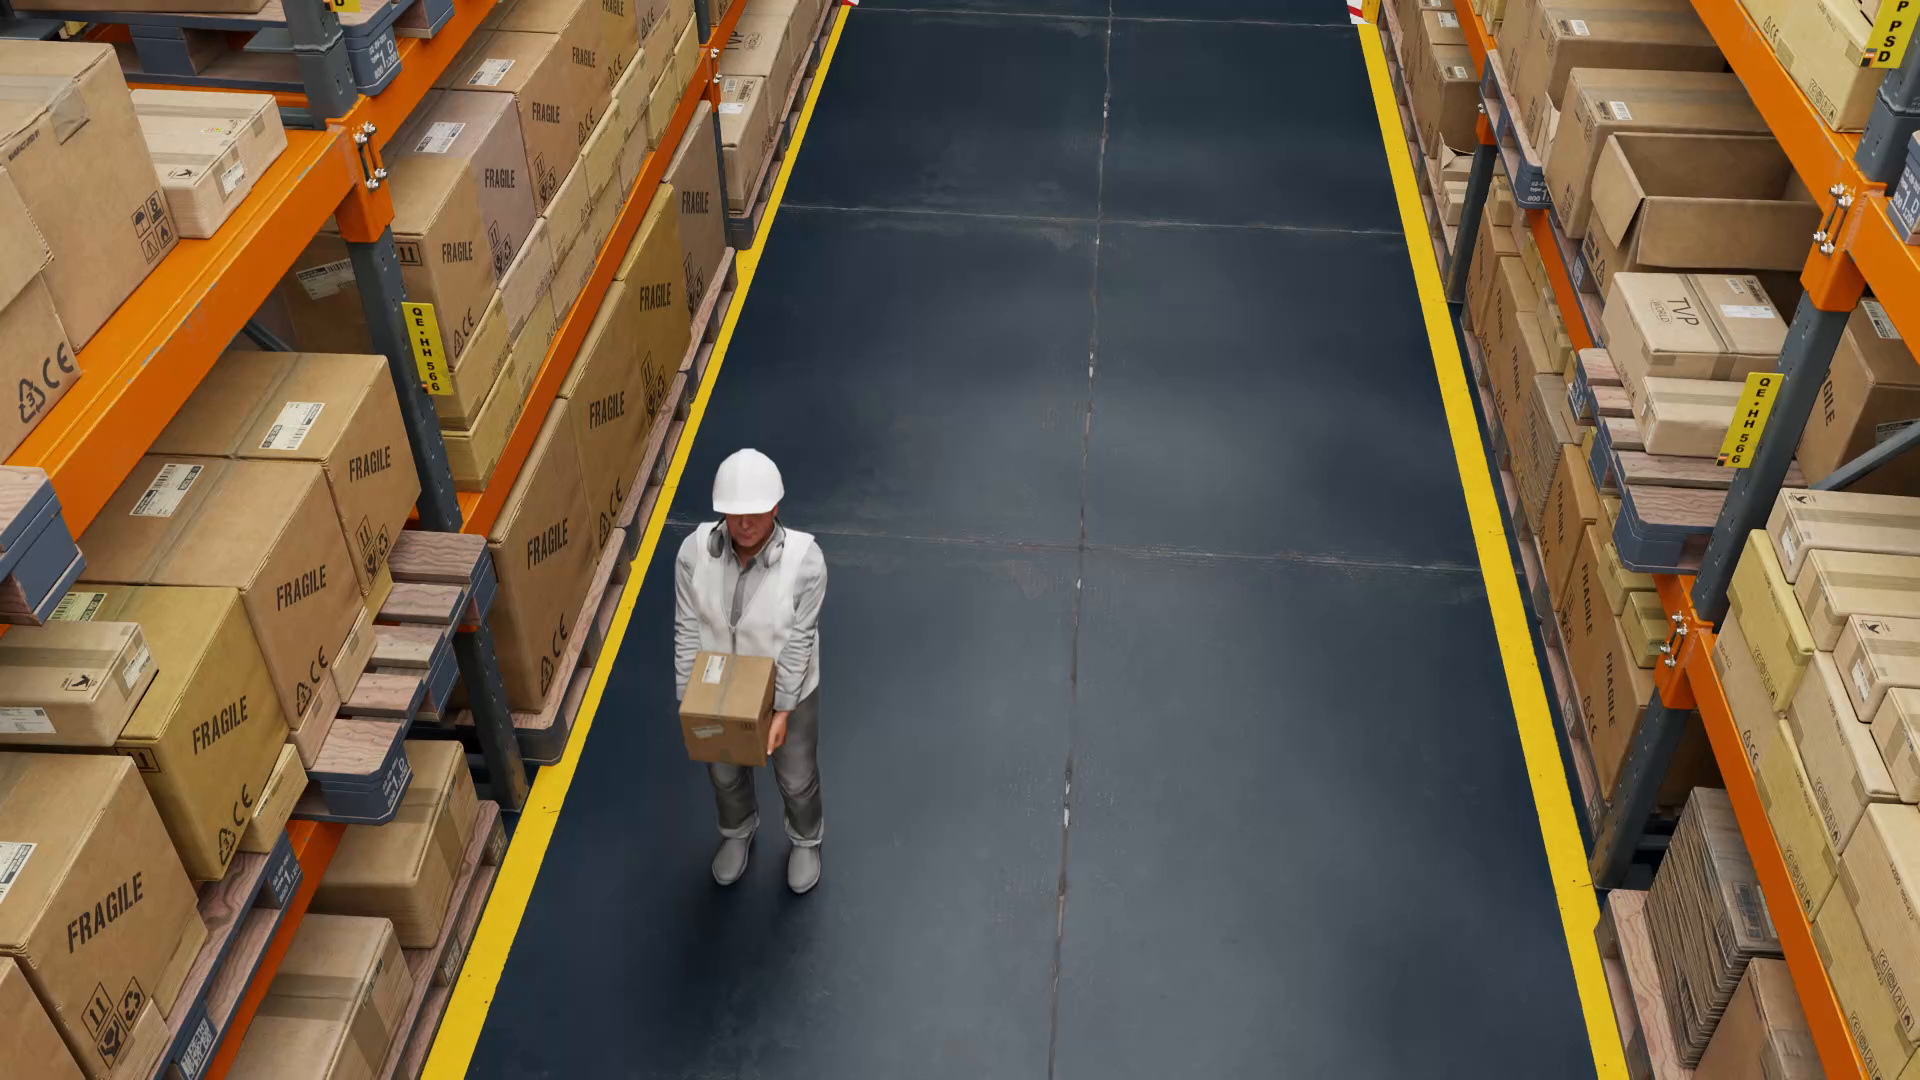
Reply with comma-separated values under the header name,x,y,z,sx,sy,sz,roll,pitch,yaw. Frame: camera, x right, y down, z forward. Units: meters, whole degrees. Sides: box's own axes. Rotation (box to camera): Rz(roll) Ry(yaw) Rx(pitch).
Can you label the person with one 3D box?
name,x,y,z,sx,sy,sz,roll,pitch,yaw
person,-0.682,0.526,5.512,0.494,1.762,0.555,5,40,6
